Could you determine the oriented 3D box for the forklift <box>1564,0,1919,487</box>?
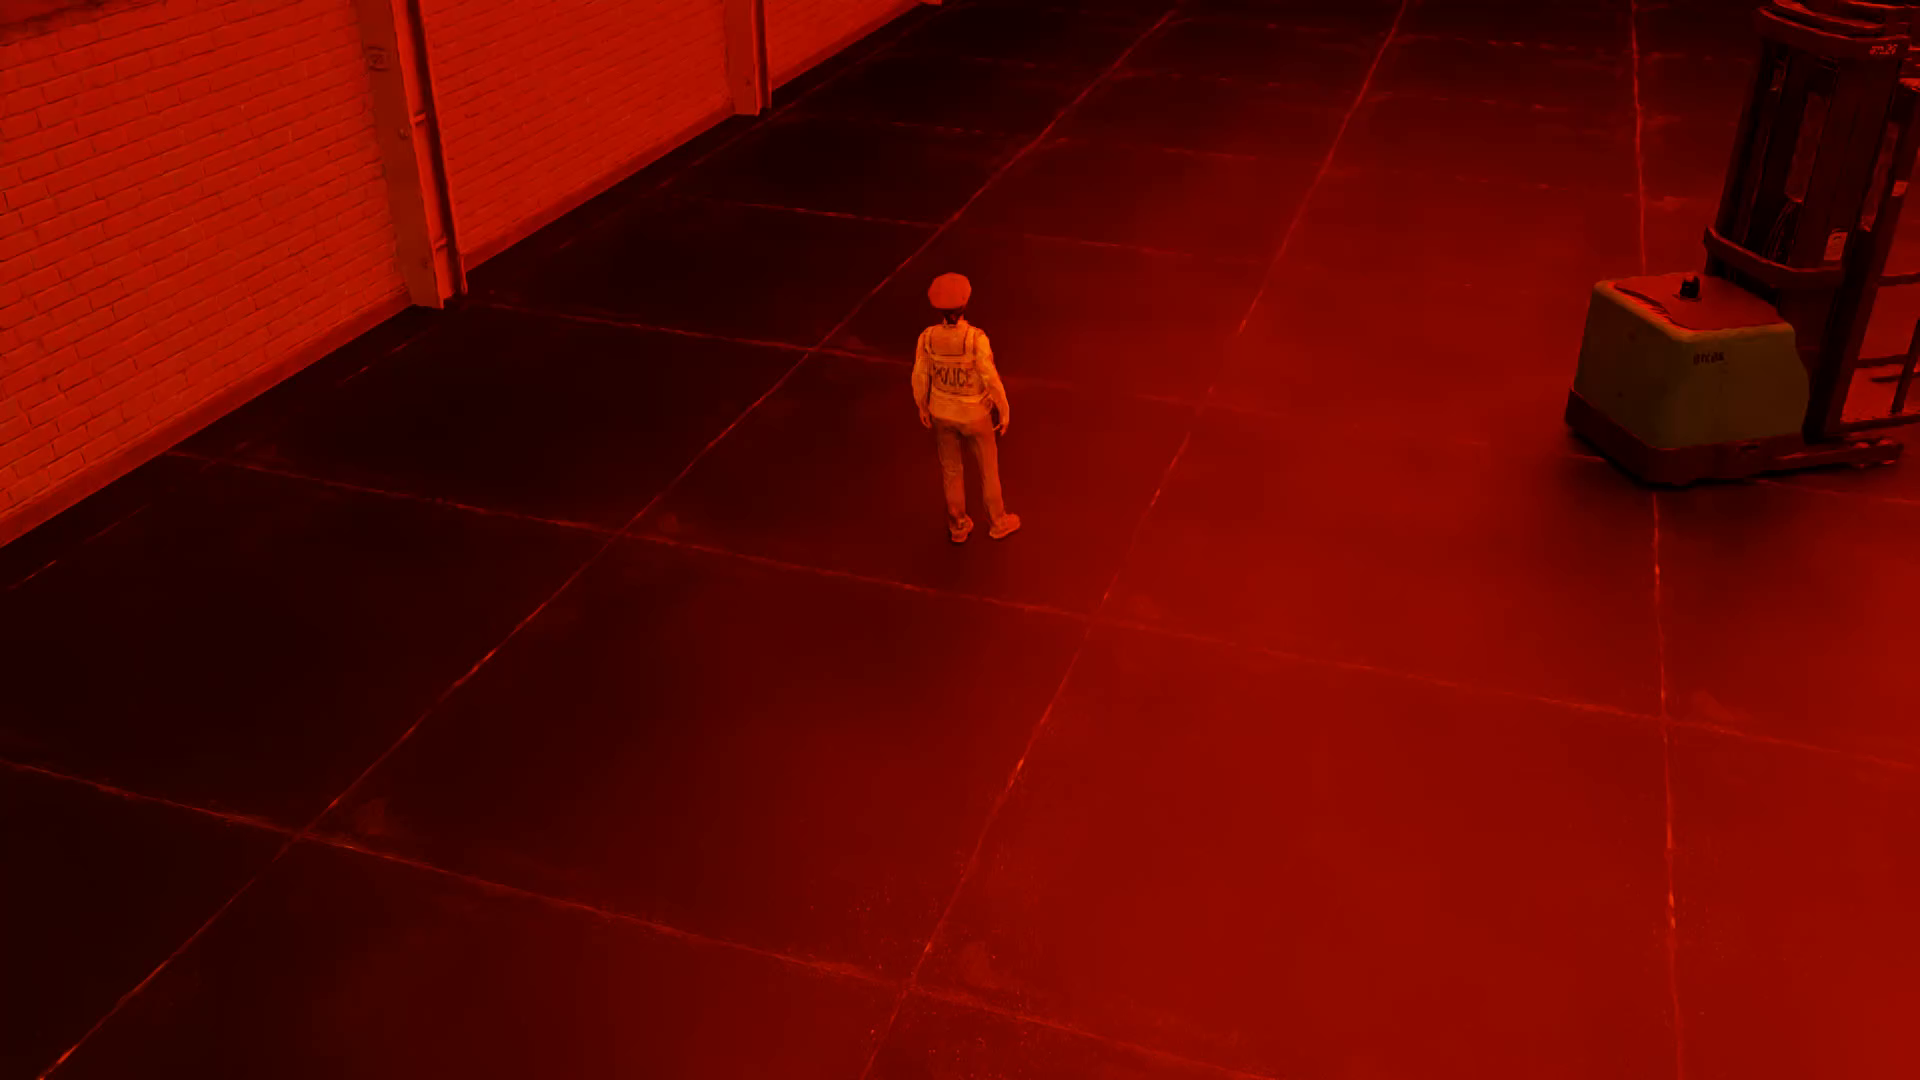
[{"bbox_3d":[5.713,-1.996,10.639,3.031,2.935,1.130,-7,30,-12],"label":"forklift"}]

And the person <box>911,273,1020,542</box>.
[{"bbox_3d":[0.029,-0.773,9.726,0.586,1.695,0.533,10,31,16],"label":"person"}]
